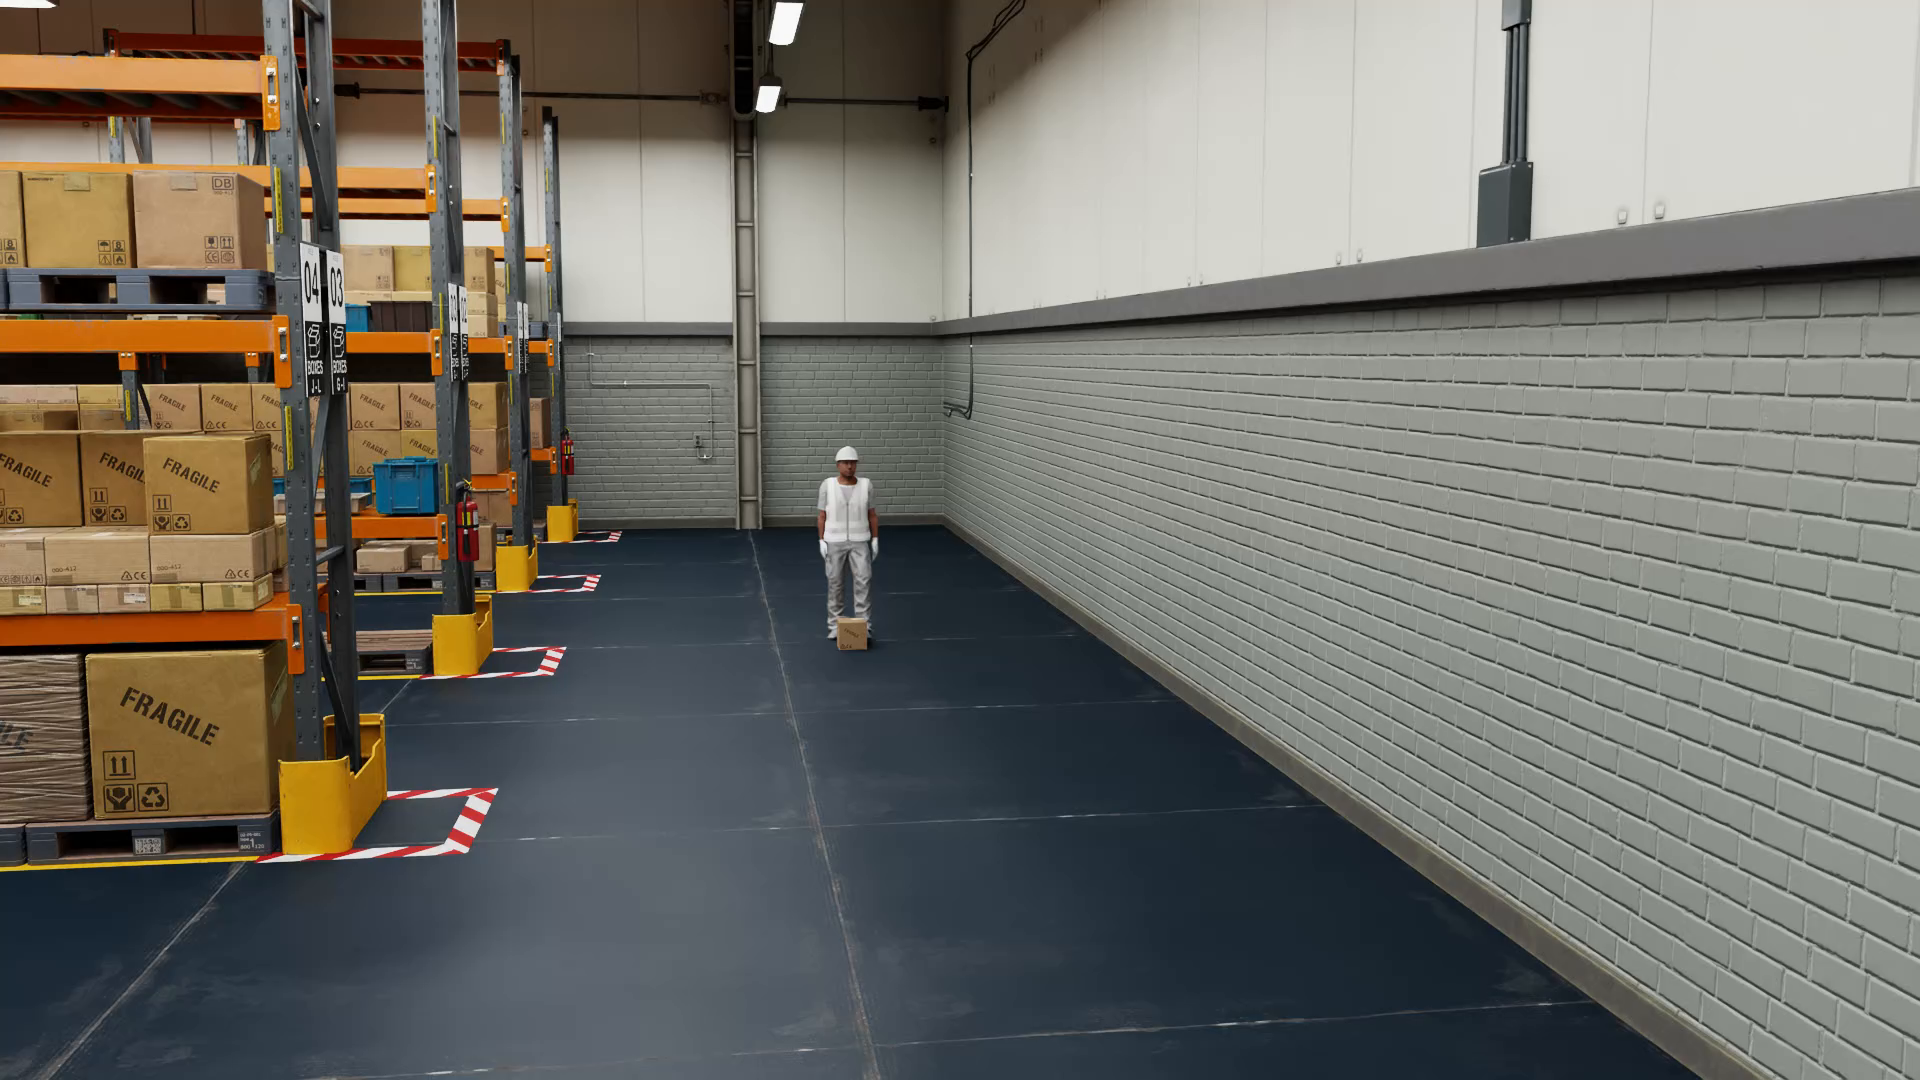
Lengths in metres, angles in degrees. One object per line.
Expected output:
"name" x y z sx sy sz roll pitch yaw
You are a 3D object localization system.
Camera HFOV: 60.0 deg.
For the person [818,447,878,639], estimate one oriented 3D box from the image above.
"person" -1.023 0.039 15.301 0.556 1.788 0.480 -1 6 -8
